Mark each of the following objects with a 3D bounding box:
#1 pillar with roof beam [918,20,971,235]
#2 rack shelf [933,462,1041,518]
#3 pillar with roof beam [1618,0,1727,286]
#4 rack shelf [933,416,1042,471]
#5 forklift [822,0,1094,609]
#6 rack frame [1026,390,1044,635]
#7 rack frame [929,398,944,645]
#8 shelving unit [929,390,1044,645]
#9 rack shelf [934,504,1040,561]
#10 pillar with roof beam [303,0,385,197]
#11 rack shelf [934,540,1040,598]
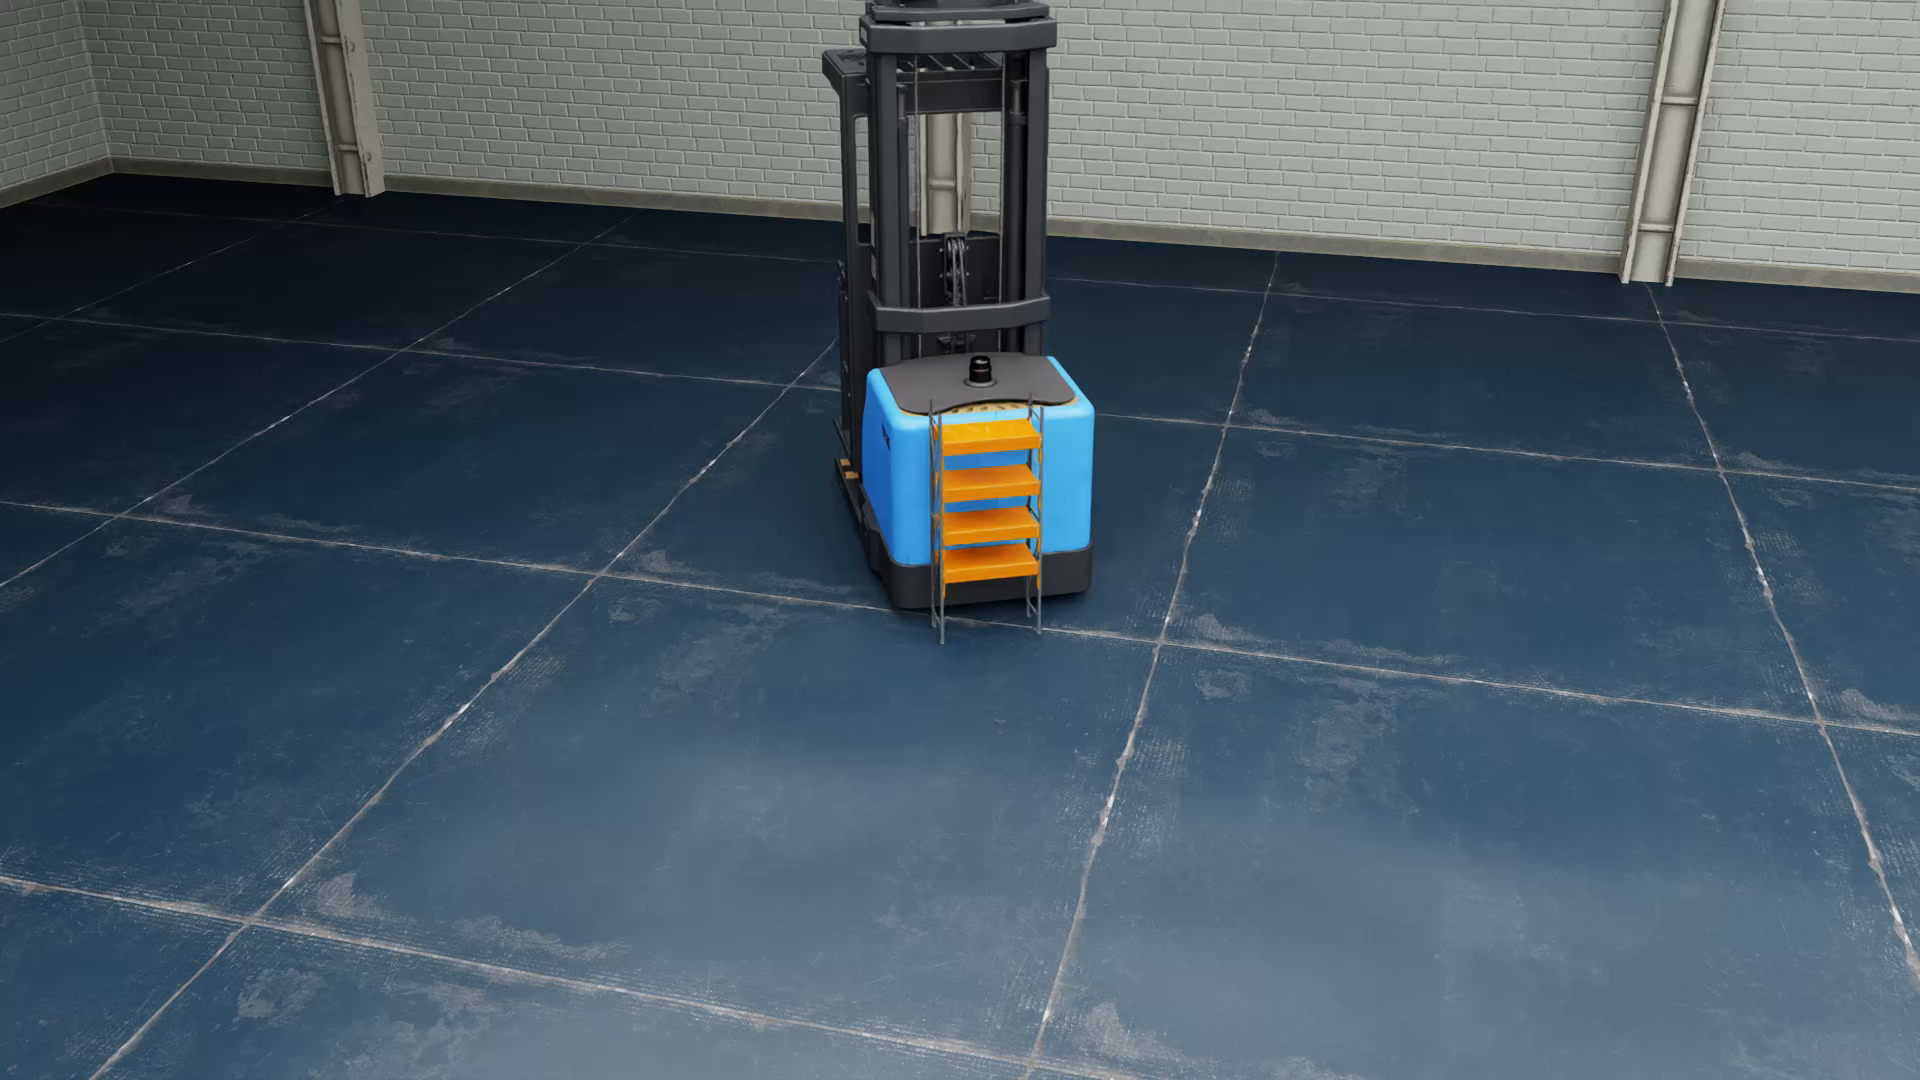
[{"bbox_3d":[-1.204,-5.076,9.443,0.400,9.000,9.100,6,26,13],"label":"pillar with roof beam"},{"bbox_3d":[0.125,-0.244,7.997,0.480,0.148,0.258,-5,25,-11],"label":"rack shelf"},{"bbox_3d":[4.607,-4.434,8.094,0.400,9.000,9.100,6,26,13],"label":"pillar with roof beam"},{"bbox_3d":[0.124,-0.460,7.899,0.480,0.148,0.258,-5,25,-11],"label":"rack shelf"},{"bbox_3d":[-0.131,-1.587,9.174,1.130,2.935,3.031,-5,26,-11],"label":"forklift"},{"bbox_3d":[0.364,-0.124,8.108,0.015,1.200,0.240,-5,25,-11],"label":"rack frame"},{"bbox_3d":[-0.113,-0.079,8.014,0.015,1.200,0.240,-5,25,-11],"label":"rack frame"},{"bbox_3d":[0.126,-0.102,8.061,0.503,1.200,0.258,-5,25,-11],"label":"shelving unit"},{"bbox_3d":[0.126,-0.040,8.089,0.480,0.148,0.258,-5,25,-11],"label":"rack shelf"},{"bbox_3d":[-7.015,-5.718,10.792,0.400,9.000,9.100,6,26,13],"label":"pillar with roof beam"},{"bbox_3d":[0.127,0.141,8.170,0.480,0.148,0.258,-5,25,-11],"label":"rack shelf"}]
